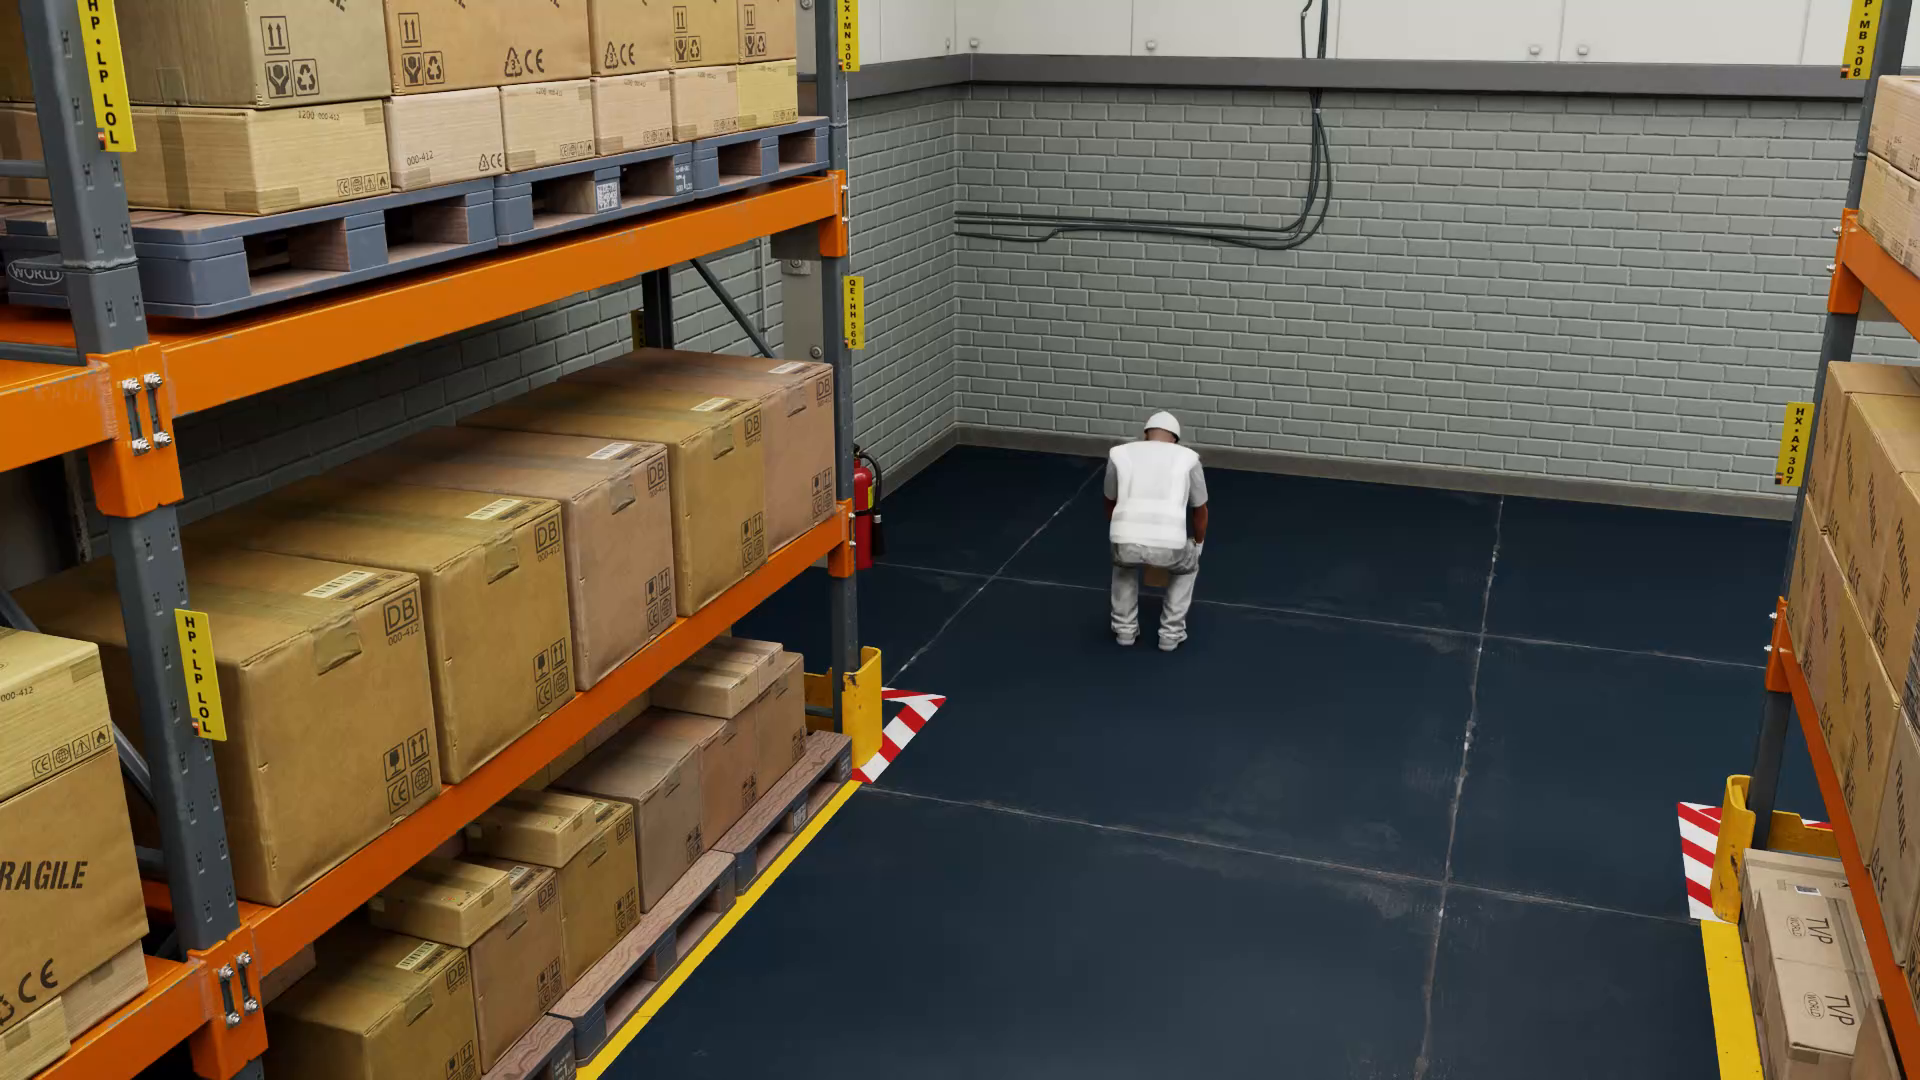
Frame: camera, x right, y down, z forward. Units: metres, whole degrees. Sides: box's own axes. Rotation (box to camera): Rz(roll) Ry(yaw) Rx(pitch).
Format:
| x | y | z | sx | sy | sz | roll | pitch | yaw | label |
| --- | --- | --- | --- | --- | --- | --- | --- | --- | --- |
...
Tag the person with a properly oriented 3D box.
| x | y | z | sx | sy | sz | roll | pitch | yaw | label |
| --- | --- | --- | --- | --- | --- | --- | --- | --- | --- |
| 1.076 | -0.046 | 9.488 | 0.607 | 1.264 | 0.833 | 6 | 19 | 18 | person |
